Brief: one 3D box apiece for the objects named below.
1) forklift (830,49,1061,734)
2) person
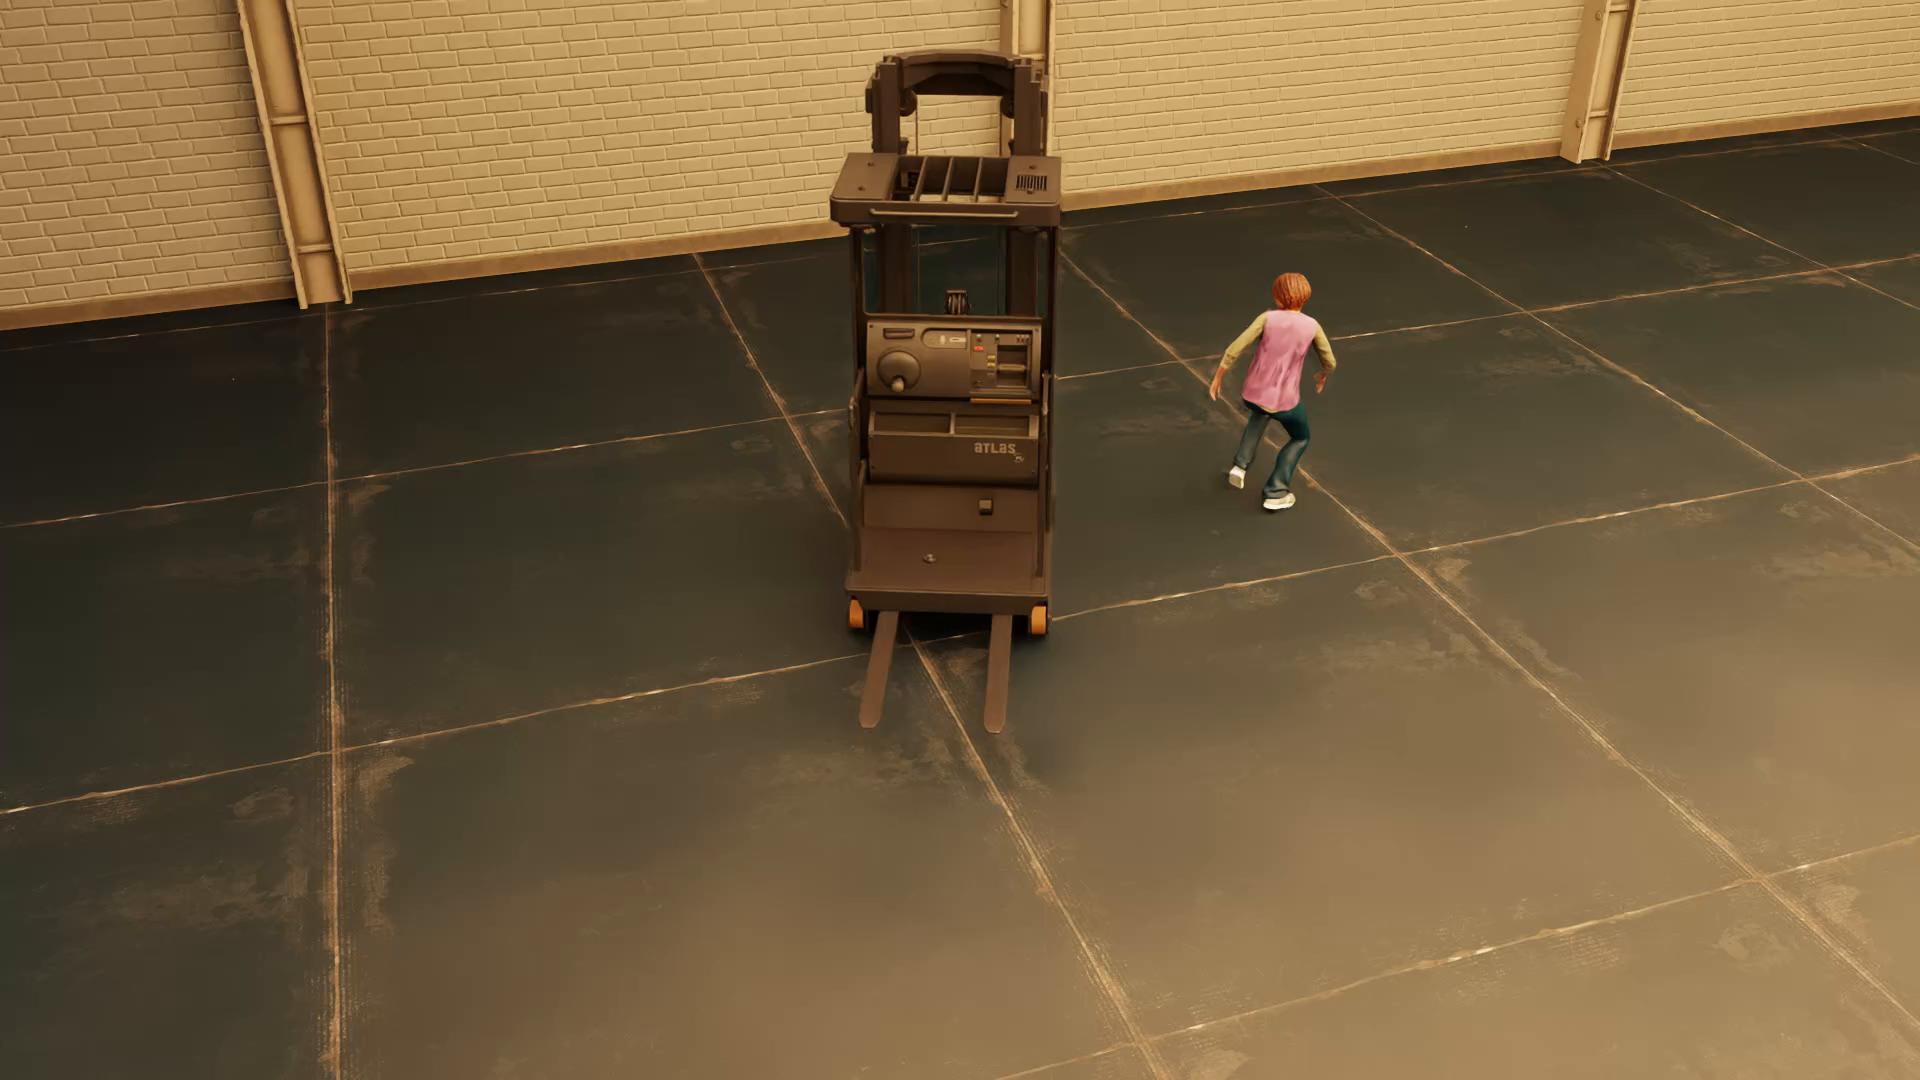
[{"bbox_3d":[-0.046,-0.917,8.681,1.130,2.935,3.031,2,30,3],"label":"forklift"},{"bbox_3d":[1.919,-0.906,10.098,0.648,1.511,0.580,17,34,26],"label":"person"}]
